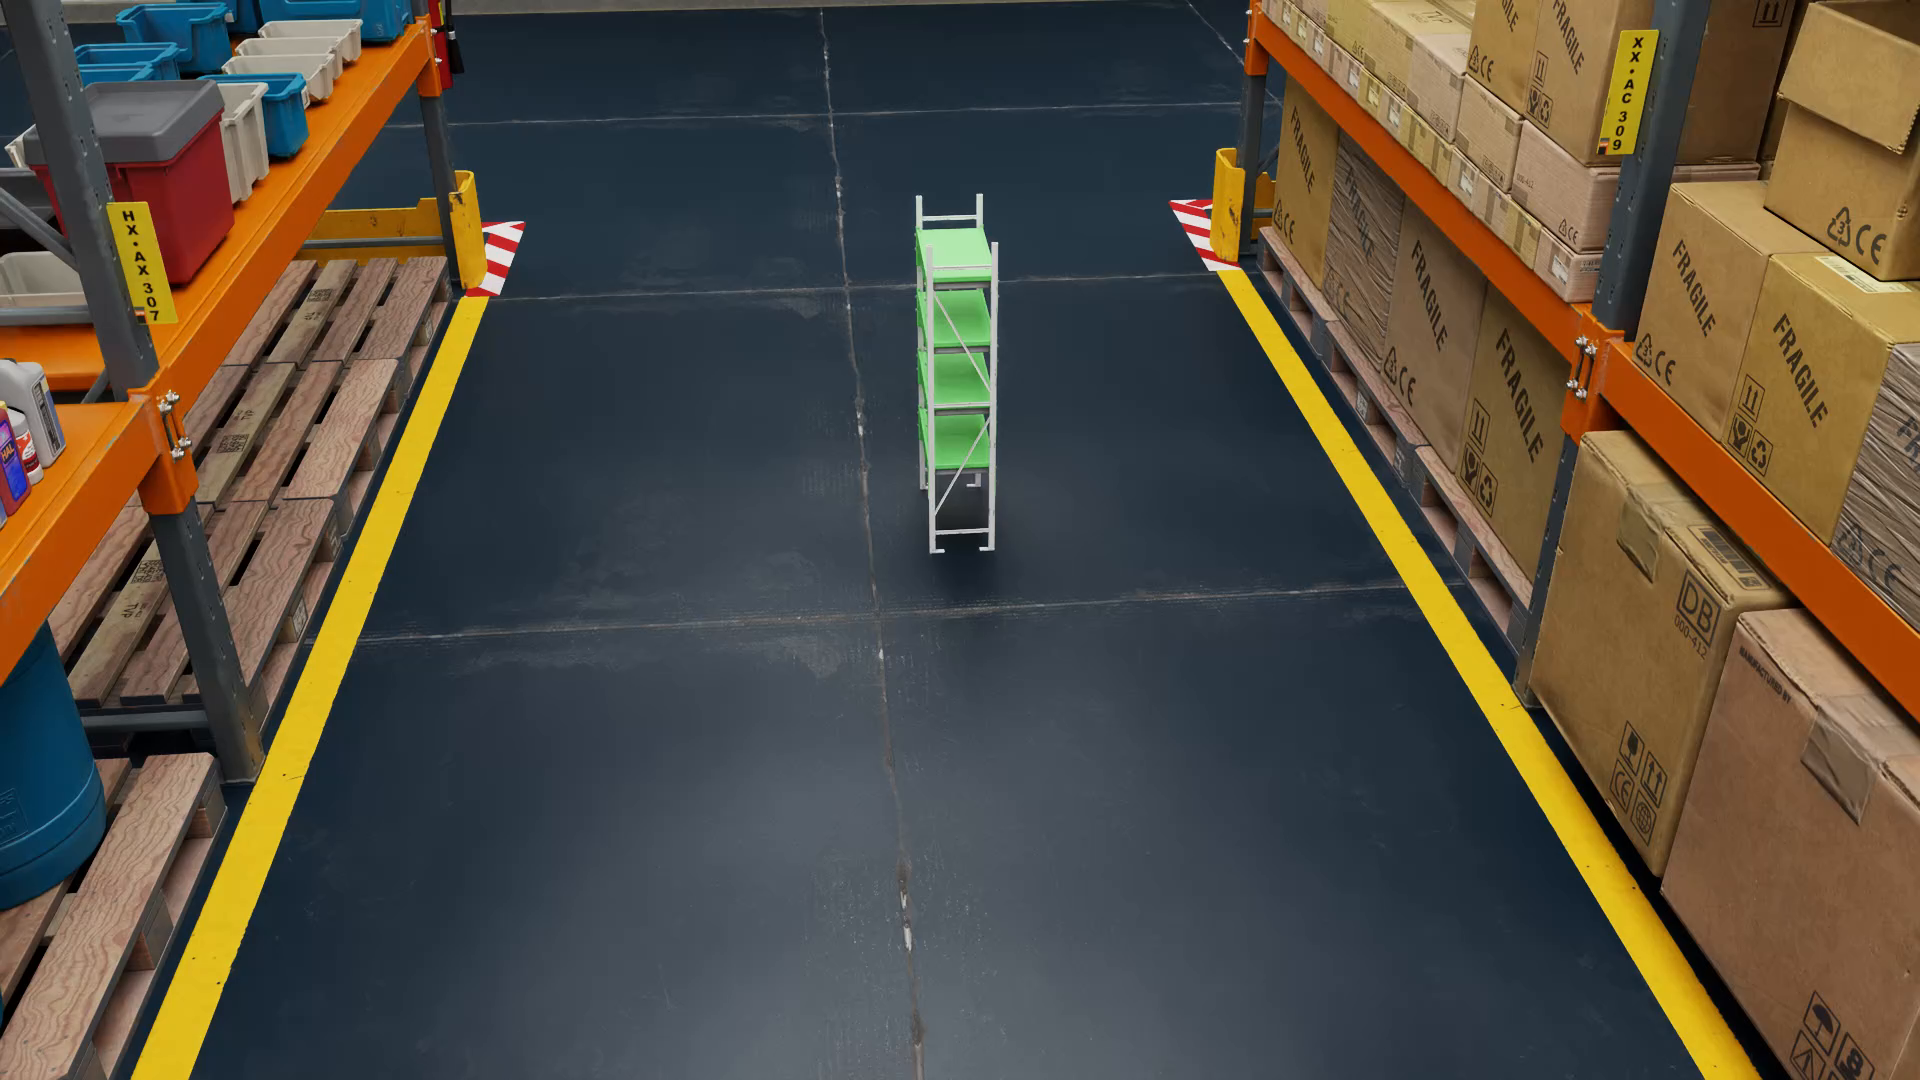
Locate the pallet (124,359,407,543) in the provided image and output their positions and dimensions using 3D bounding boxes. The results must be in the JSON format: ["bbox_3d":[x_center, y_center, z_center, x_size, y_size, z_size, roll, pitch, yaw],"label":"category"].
[{"bbox_3d":[-2.851,-0.358,6.643,1.003,0.211,1.213,-3,31,-5],"label":"pallet"}]

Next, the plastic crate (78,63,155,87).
[{"bbox_3d":[-3.154,-1.586,6.085,0.416,0.233,0.300,-3,31,-5],"label":"plastic crate"}]

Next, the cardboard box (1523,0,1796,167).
[{"bbox_3d":[1.996,-1.401,4.796,0.500,0.500,0.500,-2,31,-3],"label":"cardboard box"}]

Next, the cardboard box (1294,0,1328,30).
[{"bbox_3d":[1.762,-2.377,7.160,0.500,0.250,0.500,-3,31,-5],"label":"cardboard box"}]

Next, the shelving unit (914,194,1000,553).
[{"bbox_3d":[-0.015,-0.600,6.084,0.258,1.200,0.503,-3,31,-5],"label":"shelving unit"}]

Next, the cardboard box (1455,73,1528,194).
[{"bbox_3d":[1.951,-1.335,5.415,0.500,0.250,0.500,-2,31,-3],"label":"cardboard box"}]

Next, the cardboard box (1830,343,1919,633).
[{"bbox_3d":[2.193,-0.078,3.358,0.500,0.500,0.500,-3,31,-6],"label":"cardboard box"}]

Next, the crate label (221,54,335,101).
[{"bbox_3d":[-2.681,-1.814,6.561,0.396,0.136,0.243,-3,31,-5],"label":"crate label"}]

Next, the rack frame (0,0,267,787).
[{"bbox_3d":[-2.627,-0.557,4.257,1.000,3.000,0.127,-3,31,-5],"label":"rack frame"}]

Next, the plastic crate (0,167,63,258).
[{"bbox_3d":[-2.999,-1.023,5.248,0.437,0.125,0.590,-3,31,-5],"label":"plastic crate"}]

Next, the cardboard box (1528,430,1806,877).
[{"bbox_3d":[2.384,0.263,4.546,1.225,0.875,0.875,-3,31,-4],"label":"cardboard box"}]

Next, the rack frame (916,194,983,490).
[{"bbox_3d":[-0.038,-0.724,6.292,0.240,1.200,0.015,-3,31,-5],"label":"rack frame"}]

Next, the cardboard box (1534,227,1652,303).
[{"bbox_3d":[1.950,-0.826,4.953,0.380,0.149,0.250,-3,31,-4],"label":"cardboard box"}]

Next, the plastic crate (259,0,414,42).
[{"bbox_3d":[-2.783,-2.478,7.381,0.616,0.435,0.499,-3,31,-5],"label":"plastic crate"}]

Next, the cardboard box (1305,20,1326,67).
[{"bbox_3d":[1.711,-2.137,7.147,0.380,0.149,0.250,-3,31,-5],"label":"cardboard box"}]

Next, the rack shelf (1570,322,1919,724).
[{"bbox_3d":[2.492,0.536,3.130,1.077,0.370,4.000,-3,31,-5],"label":"rack shelf"}]

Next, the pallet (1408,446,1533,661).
[{"bbox_3d":[2.312,0.011,6.026,1.003,0.211,1.213,-3,31,-5],"label":"pallet"}]

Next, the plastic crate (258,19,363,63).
[{"bbox_3d":[-2.744,-2.104,7.046,0.396,0.136,0.243,-3,31,-5],"label":"plastic crate"}]

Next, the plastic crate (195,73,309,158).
[{"bbox_3d":[-2.553,-1.517,5.969,0.416,0.233,0.300,-3,31,-5],"label":"plastic crate"}]

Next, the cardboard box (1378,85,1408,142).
[{"bbox_3d":[1.807,-1.613,6.269,0.380,0.149,0.250,-2,31,-4],"label":"cardboard box"}]

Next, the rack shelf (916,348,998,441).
[{"bbox_3d":[-0.015,-0.545,6.117,0.258,0.148,0.480,-3,31,-5],"label":"rack shelf"}]

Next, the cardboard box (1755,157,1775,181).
[{"bbox_3d":[2.522,-1.110,5.039,0.500,0.250,0.500,-3,31,-5],"label":"cardboard box"}]

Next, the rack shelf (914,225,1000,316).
[{"bbox_3d":[-0.015,-0.957,5.870,0.258,0.148,0.480,-3,31,-5],"label":"rack shelf"}]

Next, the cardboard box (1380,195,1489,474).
[{"bbox_3d":[2.239,-0.863,6.432,0.875,0.875,0.875,-3,31,-5],"label":"cardboard box"}]

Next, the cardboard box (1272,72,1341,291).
[{"bbox_3d":[2.070,-1.782,7.970,0.875,0.875,0.875,-3,31,-5],"label":"cardboard box"}]

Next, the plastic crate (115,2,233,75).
[{"bbox_3d":[-3.243,-2.075,6.904,0.416,0.233,0.300,-3,31,-5],"label":"plastic crate"}]

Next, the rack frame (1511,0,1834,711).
[{"bbox_3d":[2.305,-0.794,4.655,1.000,3.000,0.127,-3,31,-5],"label":"rack frame"}]

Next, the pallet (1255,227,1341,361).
[{"bbox_3d":[2.084,-1.235,8.112,1.003,0.211,1.213,-3,31,-5],"label":"pallet"}]

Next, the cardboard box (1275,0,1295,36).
[{"bbox_3d":[1.661,-2.401,7.589,0.380,0.149,0.250,-3,31,-5],"label":"cardboard box"}]

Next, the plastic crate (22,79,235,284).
[{"bbox_3d":[-2.460,-1.078,5.009,0.402,0.464,0.583,-3,31,-5],"label":"plastic crate"}]

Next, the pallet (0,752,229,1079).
[{"bbox_3d":[-2.596,1.036,4.310,1.003,0.211,1.213,-3,31,-5],"label":"pallet"}]

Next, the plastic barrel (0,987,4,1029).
[{"bbox_3d":[-2.526,0.804,3.616,0.600,0.901,0.708,-3,31,-5],"label":"plastic barrel"}]

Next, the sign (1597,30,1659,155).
[{"bbox_3d":[1.752,-1.173,4.367,0.100,0.325,0.005,-3,31,-5],"label":"sign"}]

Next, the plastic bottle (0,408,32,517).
[{"bbox_3d":[-2.201,-0.205,3.782,0.061,0.283,0.133,-3,31,-5],"label":"plastic bottle"}]

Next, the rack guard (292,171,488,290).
[{"bbox_3d":[-3.015,-1.538,8.337,1.175,0.500,0.348,-3,31,-5],"label":"rack guard"}]

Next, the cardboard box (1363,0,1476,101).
[{"bbox_3d":[1.860,-1.854,6.285,0.500,0.250,0.500,-3,31,-6],"label":"cardboard box"}]

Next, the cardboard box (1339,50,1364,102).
[{"bbox_3d":[1.758,-1.875,6.709,0.380,0.149,0.250,-3,31,-5],"label":"cardboard box"}]

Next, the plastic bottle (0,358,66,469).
[{"bbox_3d":[-2.268,-0.318,3.978,0.152,0.276,0.135,-3,31,-5],"label":"plastic bottle"}]

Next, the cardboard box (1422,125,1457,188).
[{"bbox_3d":[1.854,-1.352,5.833,0.380,0.149,0.250,-2,31,-4],"label":"cardboard box"}]

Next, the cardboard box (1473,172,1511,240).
[{"bbox_3d":[1.902,-1.089,5.393,0.380,0.149,0.250,-3,31,-5],"label":"cardboard box"}]

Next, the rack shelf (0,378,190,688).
[{"bbox_3d":[-2.440,0.773,2.732,1.077,0.370,4.000,-3,31,-5],"label":"rack shelf"}]

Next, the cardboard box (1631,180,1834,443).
[{"bbox_3d":[2.099,-0.590,4.216,0.500,0.500,0.500,-3,31,-4],"label":"cardboard box"}]
